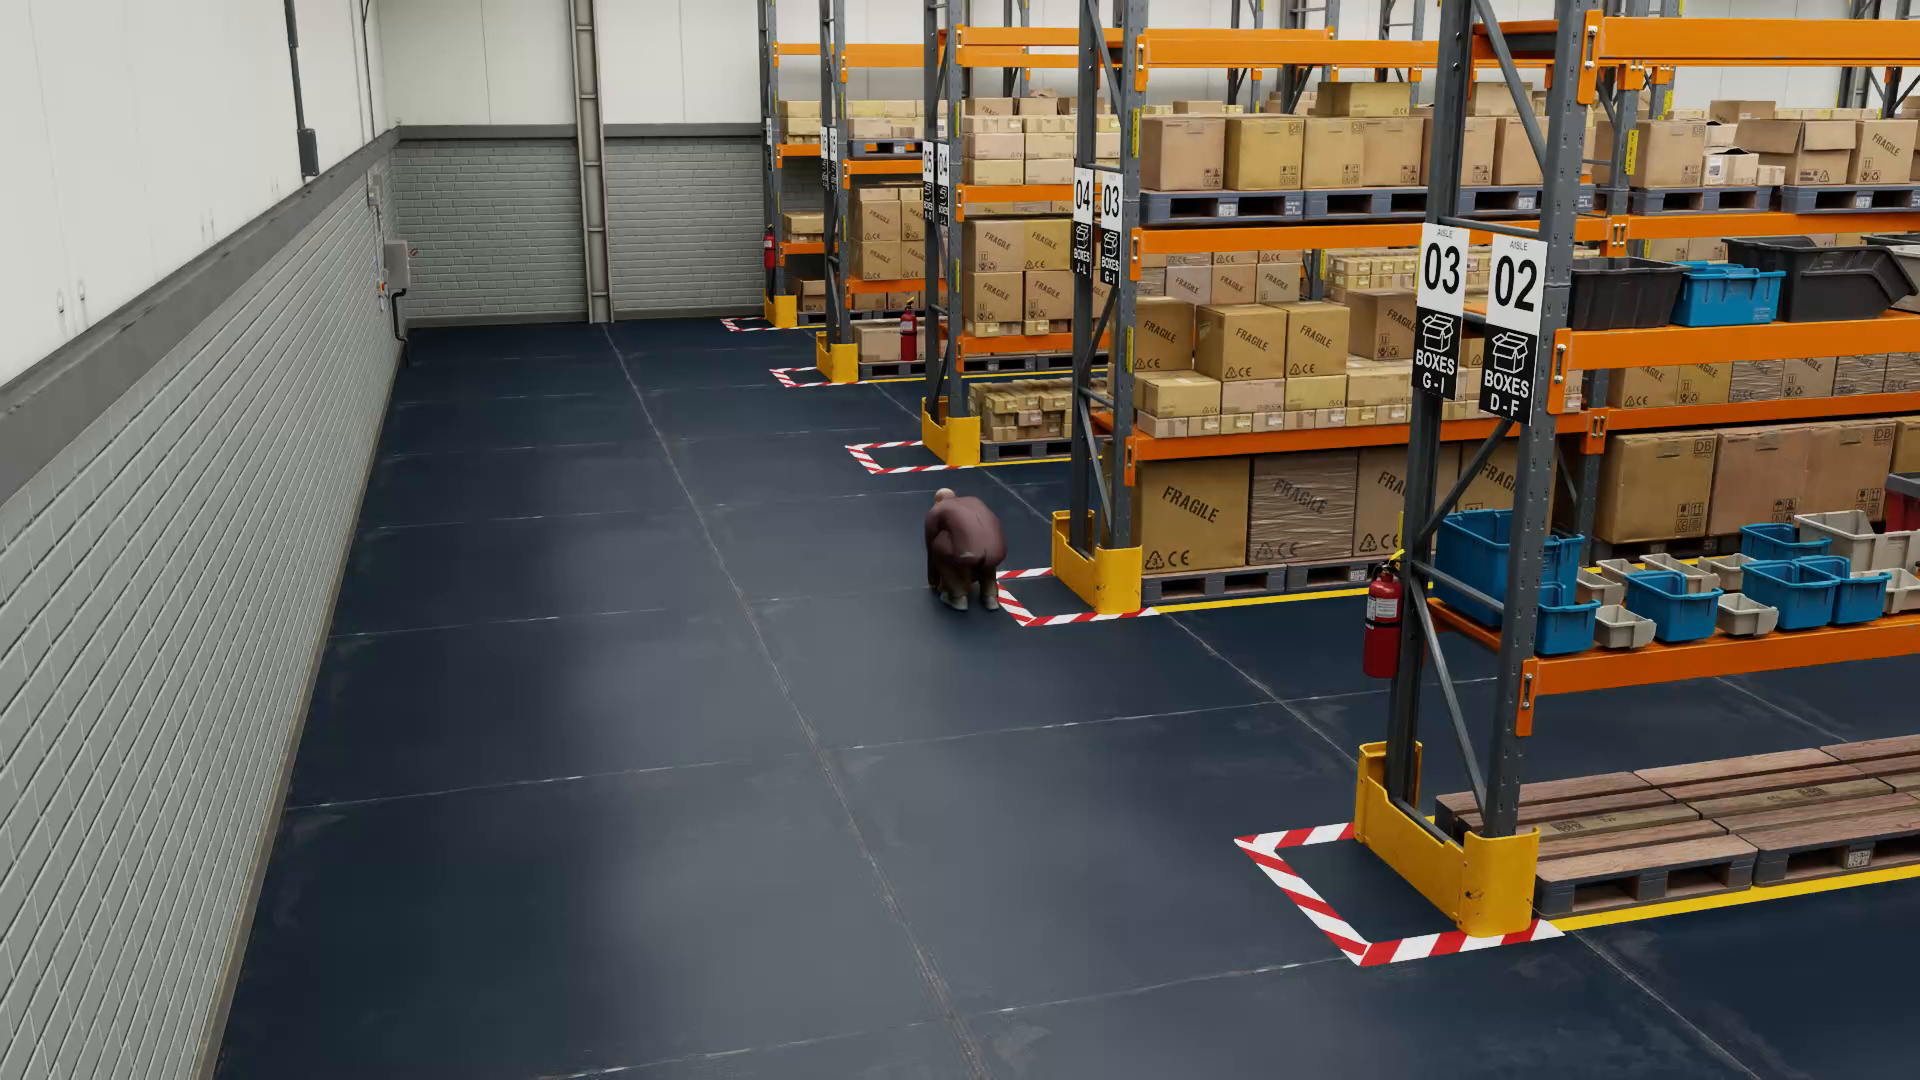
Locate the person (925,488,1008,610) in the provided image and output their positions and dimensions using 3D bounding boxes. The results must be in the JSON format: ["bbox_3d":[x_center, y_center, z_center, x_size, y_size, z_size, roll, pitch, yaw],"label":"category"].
[{"bbox_3d":[0.042,0.090,12.610,0.571,0.810,0.929,-5,16,-17],"label":"person"}]
